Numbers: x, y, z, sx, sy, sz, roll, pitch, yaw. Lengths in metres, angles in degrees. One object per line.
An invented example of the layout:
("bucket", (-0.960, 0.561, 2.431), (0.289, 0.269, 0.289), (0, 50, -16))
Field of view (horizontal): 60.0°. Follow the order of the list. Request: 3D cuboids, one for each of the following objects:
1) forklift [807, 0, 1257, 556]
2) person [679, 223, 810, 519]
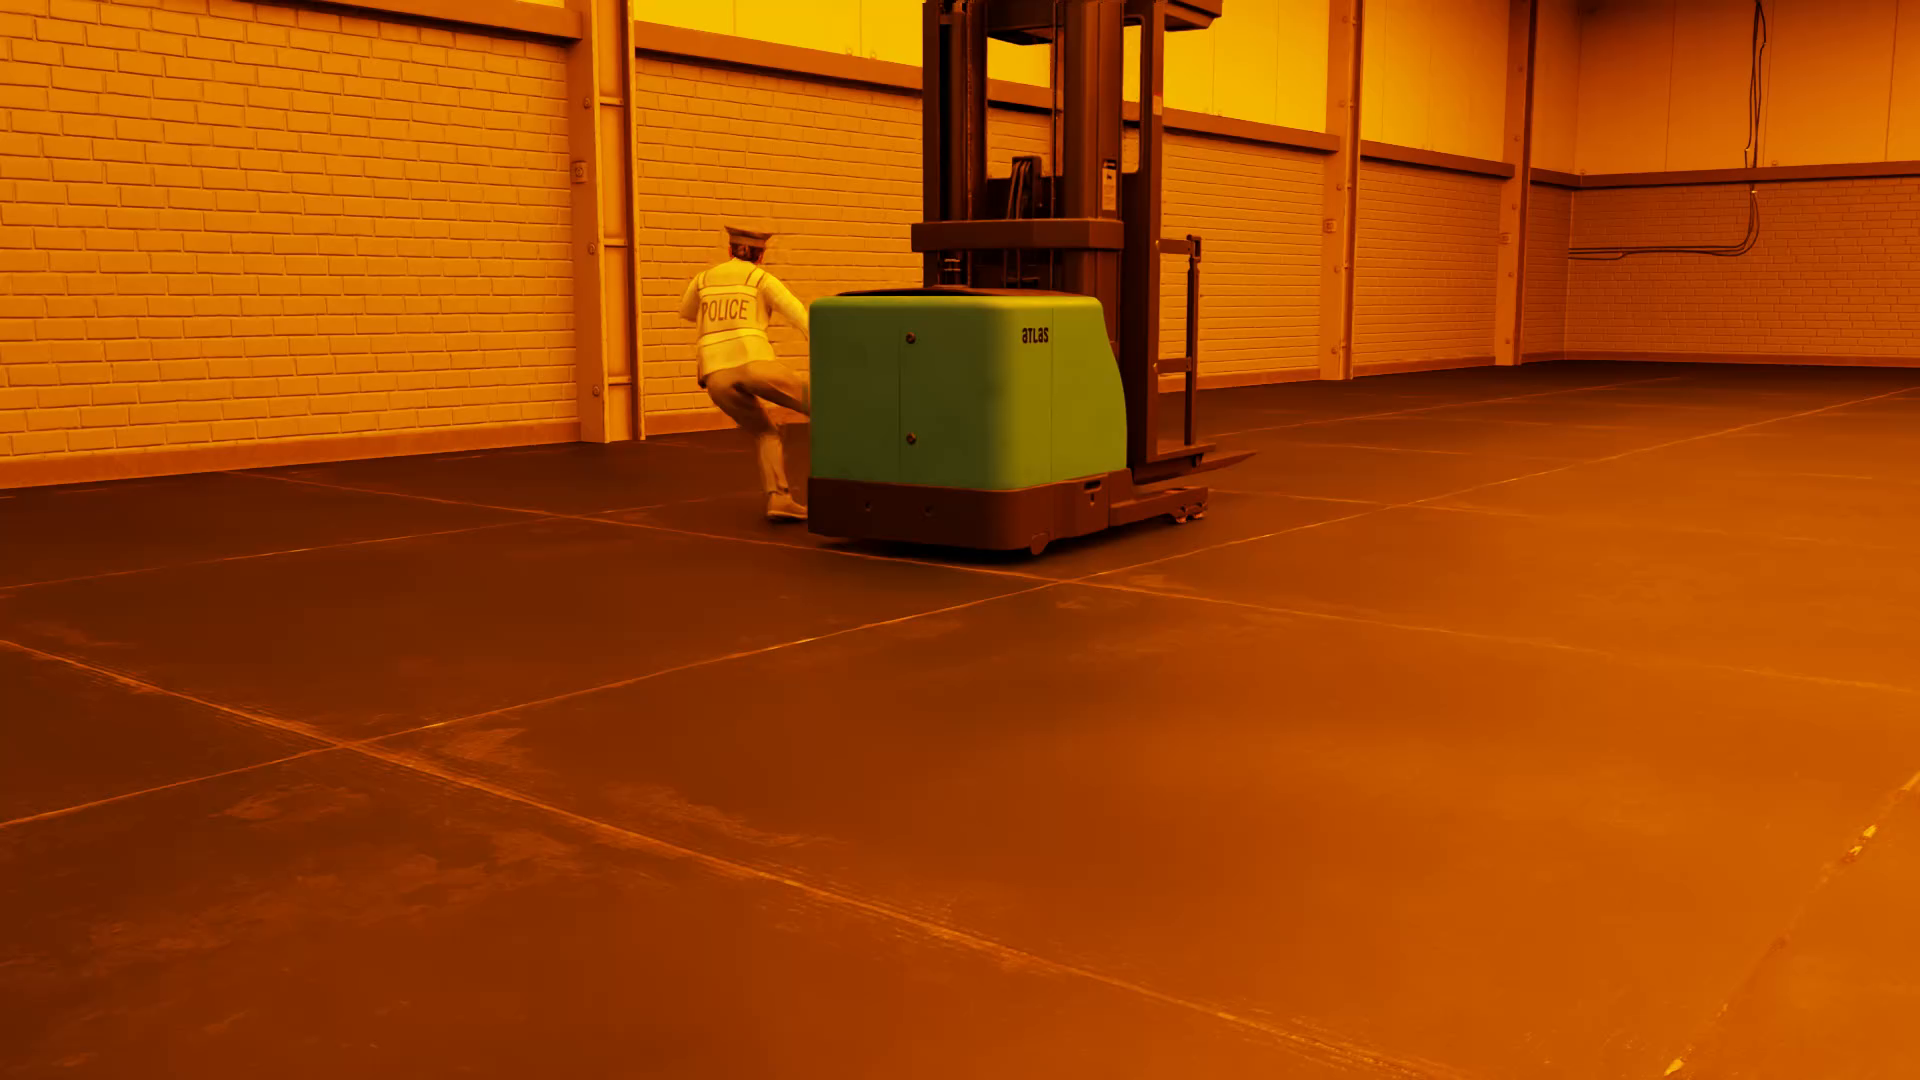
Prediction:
("forklift", (0.554, -1.558, 7.926), (1.130, 2.935, 3.031), (5, 10, 32))
("person", (-0.871, -0.827, 8.132), (1.105, 1.425, 0.868), (2, 8, 11))
